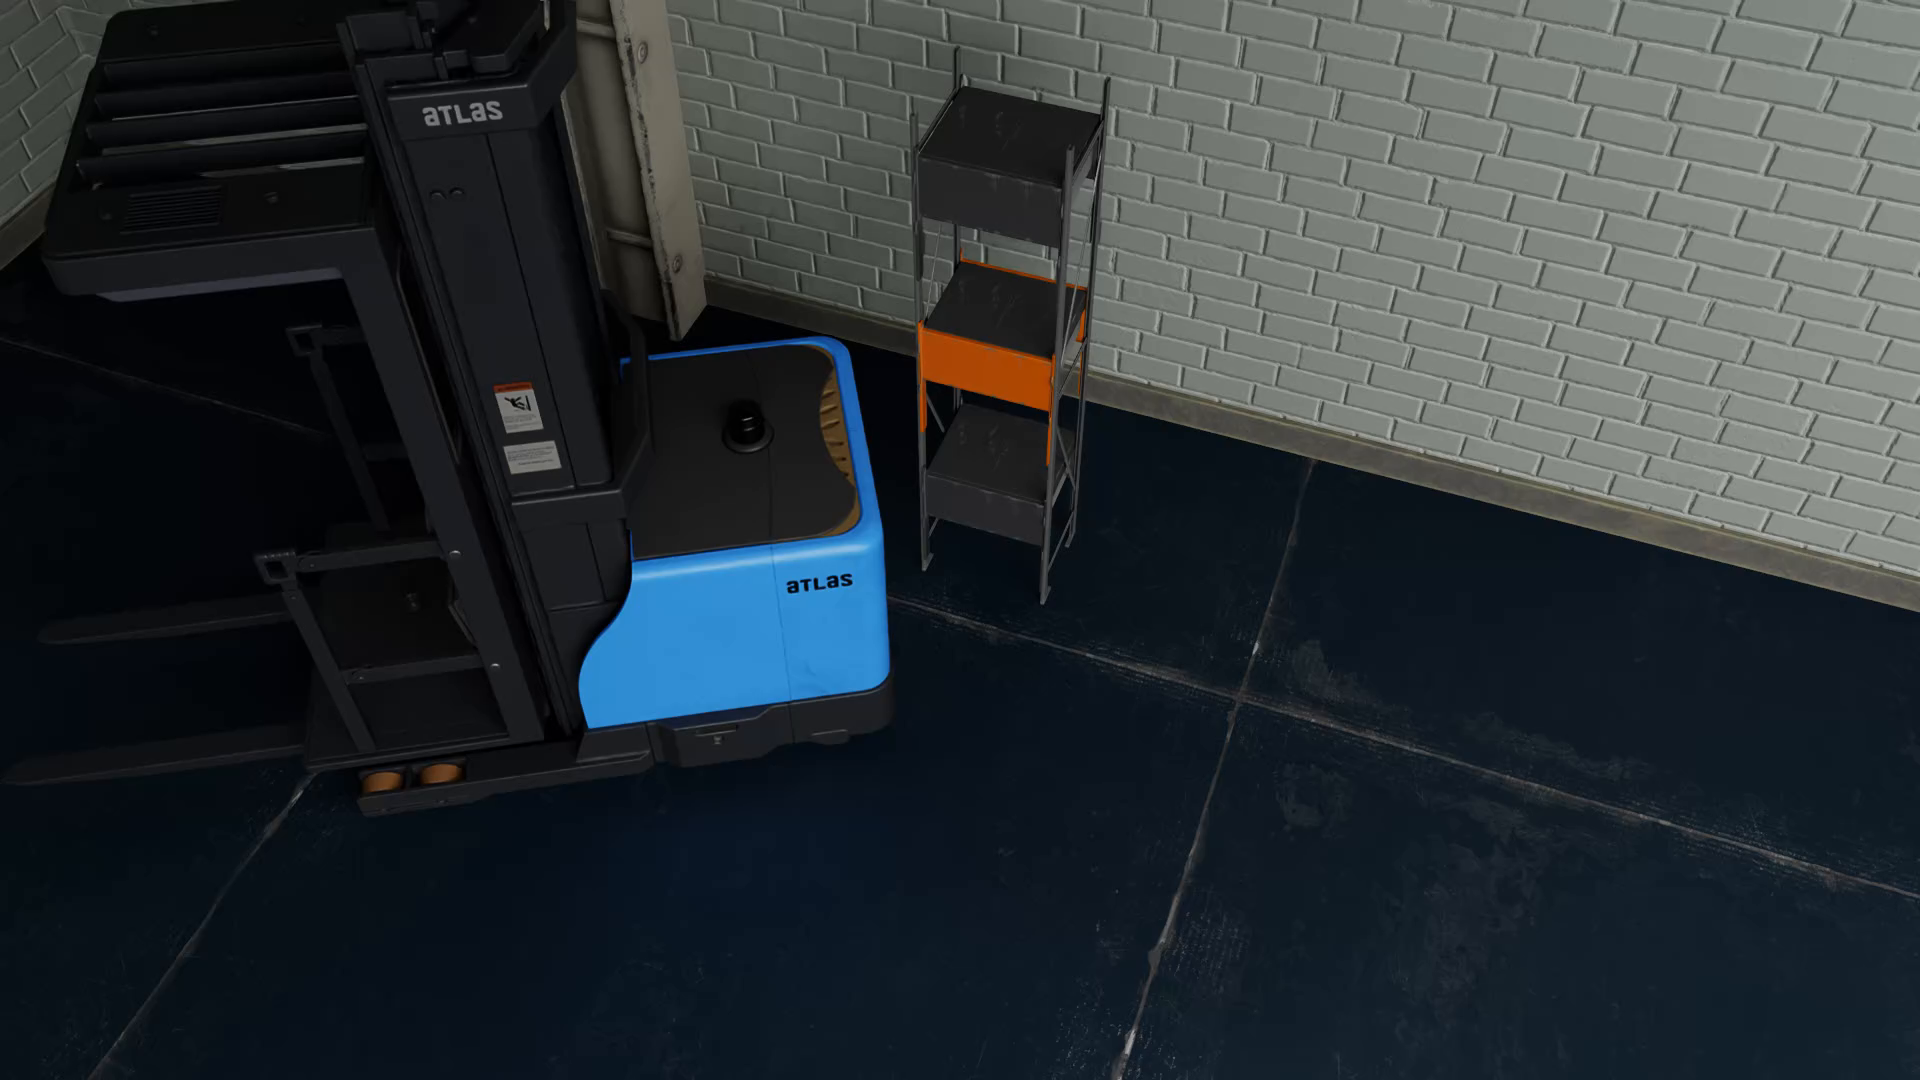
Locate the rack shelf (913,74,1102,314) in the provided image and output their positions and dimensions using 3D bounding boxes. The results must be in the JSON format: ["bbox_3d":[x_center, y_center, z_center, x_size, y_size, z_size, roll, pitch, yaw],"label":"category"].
[{"bbox_3d":[0.155,-1.094,5.267,0.480,0.518,0.431,16,51,13],"label":"rack shelf"}]

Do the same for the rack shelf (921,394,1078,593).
[{"bbox_3d":[0.155,-0.177,6.325,0.480,0.518,0.431,16,51,13],"label":"rack shelf"}]

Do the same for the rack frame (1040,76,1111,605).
[{"bbox_3d":[0.384,-0.580,5.730,0.015,2.100,0.400,16,51,13],"label":"rack frame"}]

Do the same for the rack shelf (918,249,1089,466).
[{"bbox_3d":[0.155,-0.635,5.796,0.480,0.518,0.431,16,51,13],"label":"rack shelf"}]

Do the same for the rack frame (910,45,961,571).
[{"bbox_3d":[-0.074,-0.708,5.841,0.015,2.100,0.400,16,51,13],"label":"rack frame"}]

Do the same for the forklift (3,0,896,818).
[{"bbox_3d":[-1.796,-0.437,5.056,3.031,2.935,1.130,-7,49,-6],"label":"forklift"}]

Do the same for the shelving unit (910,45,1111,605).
[{"bbox_3d":[0.155,-0.644,5.786,0.503,2.100,0.431,16,51,13],"label":"shelving unit"}]

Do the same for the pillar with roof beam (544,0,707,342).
[{"bbox_3d":[-2.868,-0.935,1.472,0.400,9.000,9.100,16,51,13],"label":"pillar with roof beam"}]
